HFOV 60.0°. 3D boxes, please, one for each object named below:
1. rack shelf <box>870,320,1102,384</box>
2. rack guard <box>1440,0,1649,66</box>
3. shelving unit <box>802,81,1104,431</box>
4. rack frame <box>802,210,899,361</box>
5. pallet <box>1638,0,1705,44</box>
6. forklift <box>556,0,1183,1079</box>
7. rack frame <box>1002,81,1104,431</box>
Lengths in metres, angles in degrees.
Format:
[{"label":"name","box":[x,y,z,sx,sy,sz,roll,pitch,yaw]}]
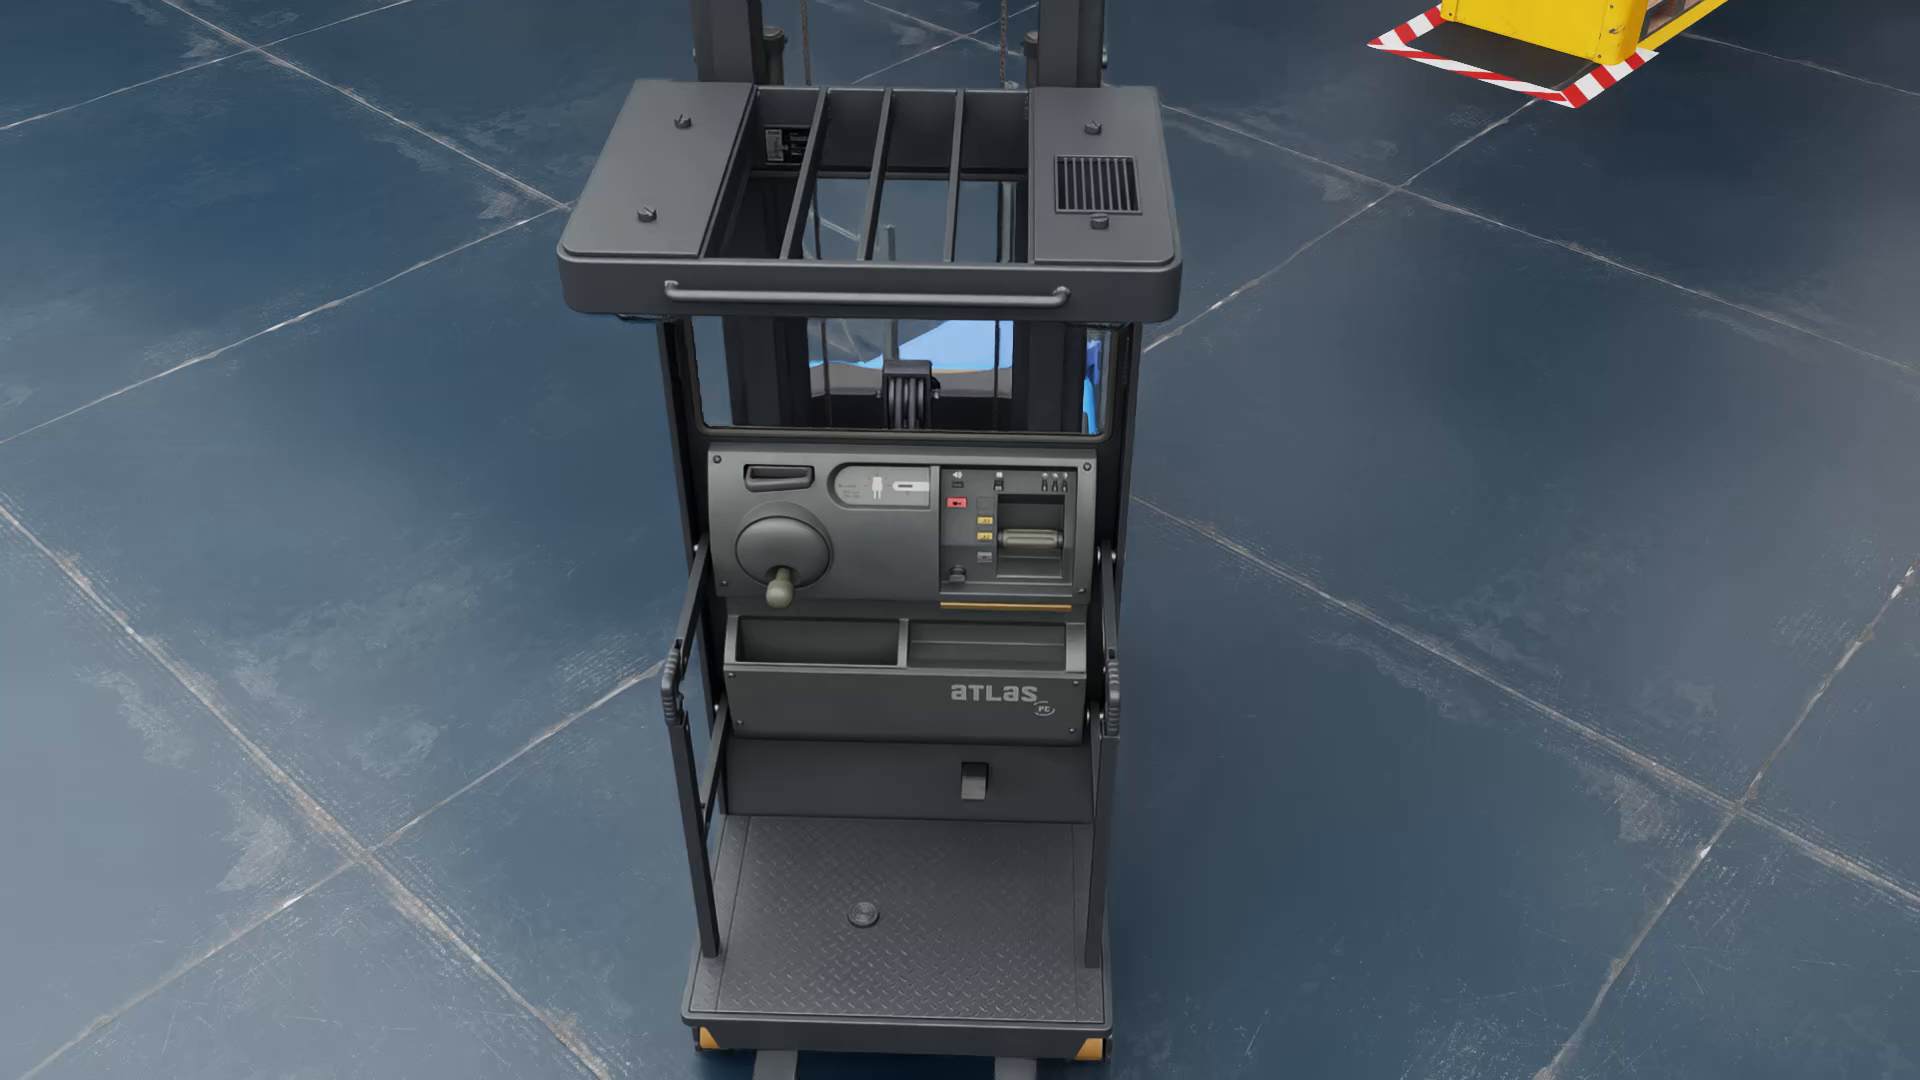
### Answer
[{"label":"rack shelf","box":[-0.019,-0.558,6.036,1.000,0.185,0.538,-31,48,-33]},{"label":"rack guard","box":[3.506,-3.284,9.979,1.175,0.500,0.348,30,47,32]},{"label":"shelving unit","box":[-0.019,-0.699,5.924,1.048,1.500,0.538,-31,48,-33]},{"label":"rack frame","box":[-0.382,-0.477,5.645,0.032,1.500,0.500,-31,48,-33]},{"label":"pallet","box":[4.081,-3.530,10.519,1.003,0.211,1.213,30,47,32]},{"label":"forklift","box":[-0.145,0.046,3.837,1.130,2.935,3.031,1,39,2]},{"label":"rack frame","box":[0.343,-0.921,6.203,0.032,1.500,0.500,-31,48,-33]}]
